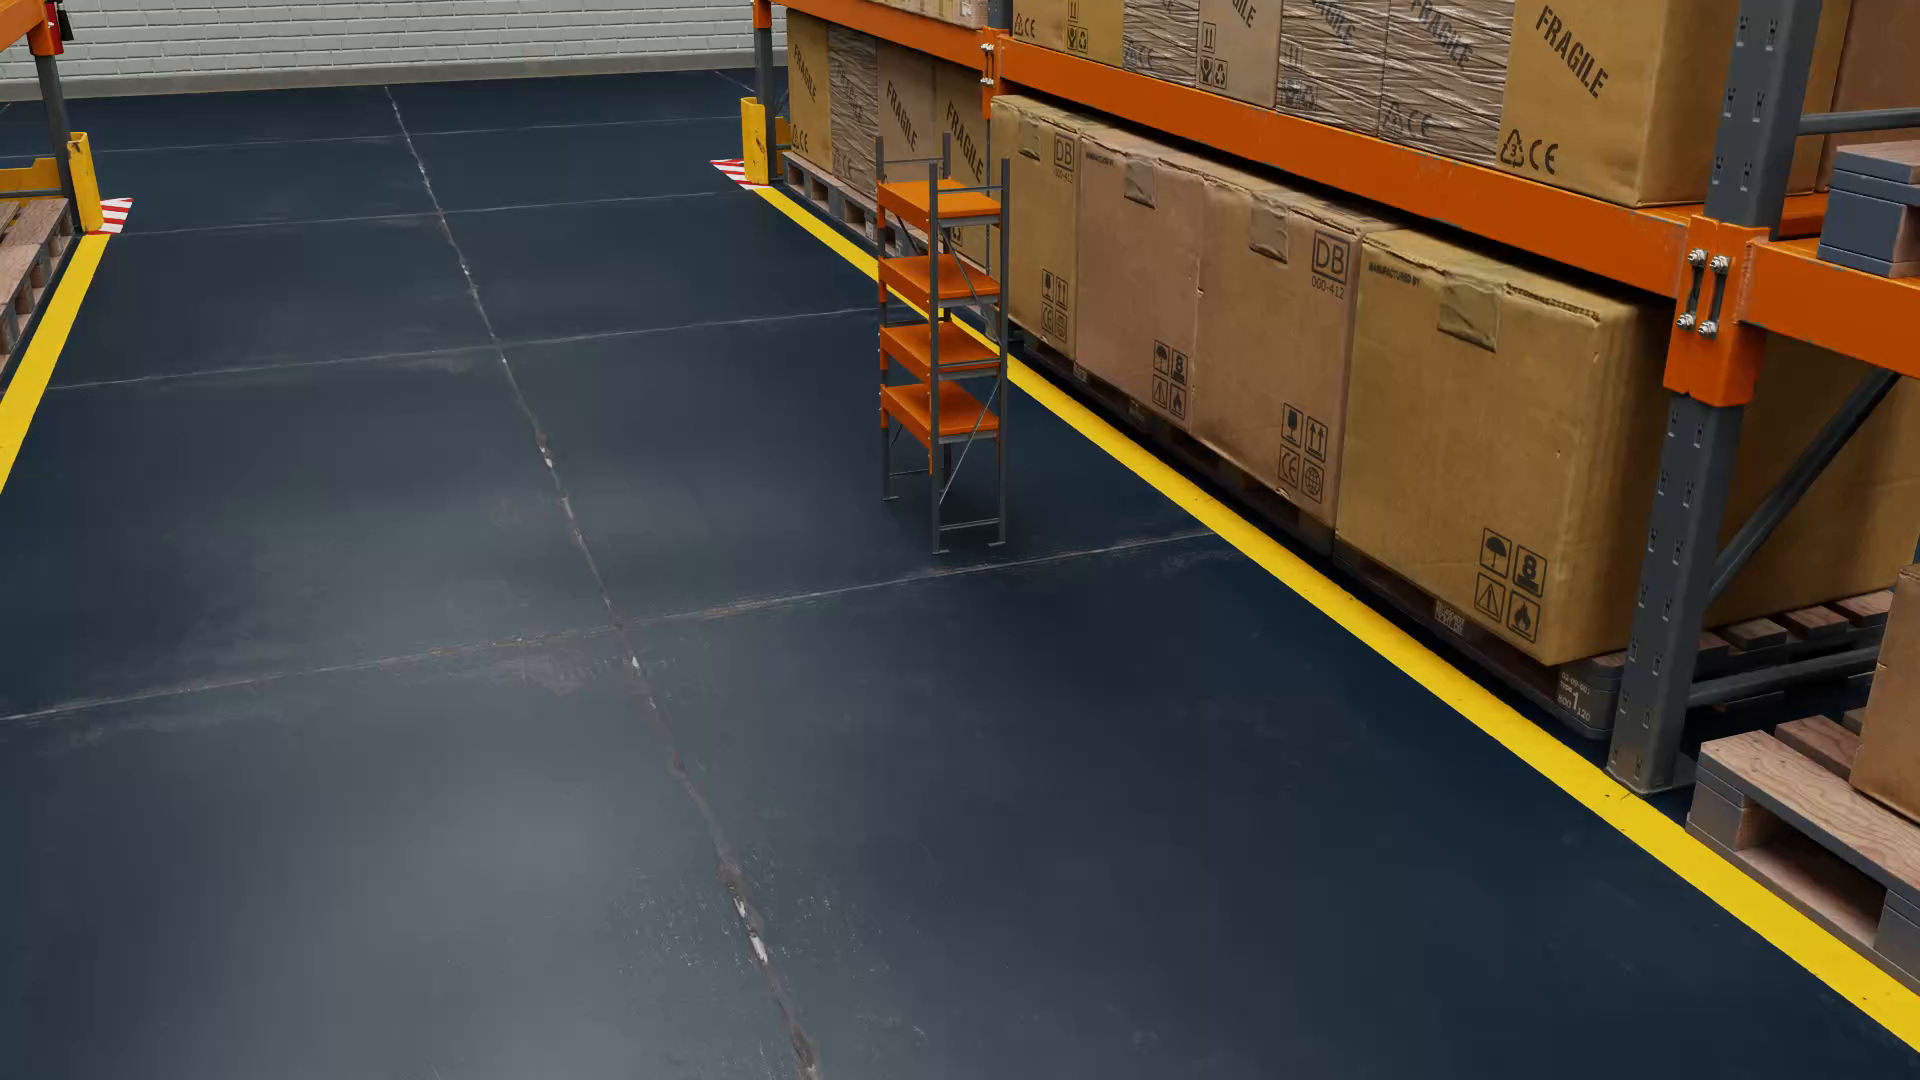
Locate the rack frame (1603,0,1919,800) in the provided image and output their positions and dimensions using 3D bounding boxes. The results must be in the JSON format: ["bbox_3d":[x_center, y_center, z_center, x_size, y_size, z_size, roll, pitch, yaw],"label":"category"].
[{"bbox_3d":[2.014,-0.875,3.465,1.000,3.000,0.127,-8,24,-19],"label":"rack frame"}]

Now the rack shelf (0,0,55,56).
[{"bbox_3d":[-4.739,-2.044,7.164,1.077,0.370,4.000,-8,24,-19],"label":"rack shelf"}]

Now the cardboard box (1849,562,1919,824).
[{"bbox_3d":[2.270,0.315,3.294,0.700,0.500,0.500,-10,25,-22],"label":"cardboard box"}]

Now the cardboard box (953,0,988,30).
[{"bbox_3d":[0.187,-2.279,7.118,0.380,0.149,0.250,-8,24,-19],"label":"cardboard box"}]

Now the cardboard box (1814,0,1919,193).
[{"bbox_3d":[2.097,-1.135,3.953,0.500,0.500,0.500,-8,24,-17],"label":"cardboard box"}]

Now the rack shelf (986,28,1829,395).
[{"bbox_3d":[1.308,-1.270,5.328,1.077,0.370,4.000,-8,24,-19],"label":"rack shelf"}]

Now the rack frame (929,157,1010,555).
[{"bbox_3d":[0.028,-0.524,4.949,0.240,1.200,0.015,-8,24,-19],"label":"rack frame"}]

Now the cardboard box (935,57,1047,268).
[{"bbox_3d":[0.443,-1.794,7.839,0.875,0.875,0.875,-8,24,-19],"label":"cardboard box"}]

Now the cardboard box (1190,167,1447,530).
[{"bbox_3d":[1.482,-0.668,5.168,1.225,0.875,0.875,-8,24,-19],"label":"cardboard box"}]

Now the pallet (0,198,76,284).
[{"bbox_3d":[-5.191,-1.513,8.567,1.003,0.211,1.213,-8,24,-19],"label":"pallet"}]

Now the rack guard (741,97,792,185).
[{"bbox_3d":[-0.820,-2.639,10.867,1.175,0.500,0.348,-8,24,-19],"label":"rack guard"}]

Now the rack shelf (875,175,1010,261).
[{"bbox_3d":[-0.058,-0.975,5.007,0.258,0.148,0.480,-8,24,-19],"label":"rack shelf"}]

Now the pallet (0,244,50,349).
[{"bbox_3d":[-4.763,-1.070,7.517,1.003,0.211,1.213,-8,24,-19],"label":"pallet"}]

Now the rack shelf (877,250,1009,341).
[{"bbox_3d":[-0.058,-0.757,5.099,0.258,0.148,0.480,-8,24,-19],"label":"rack shelf"}]

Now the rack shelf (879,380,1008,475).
[{"bbox_3d":[-0.058,-0.368,5.263,0.258,0.148,0.480,-8,24,-19],"label":"rack shelf"}]

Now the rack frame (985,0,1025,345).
[{"bbox_3d":[0.601,-2.329,6.913,1.000,3.000,0.127,-8,24,-19],"label":"rack frame"}]

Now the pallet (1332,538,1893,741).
[{"bbox_3d":[1.806,0.113,4.710,1.003,0.211,1.213,-8,24,-19],"label":"pallet"}]

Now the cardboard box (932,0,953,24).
[{"bbox_3d":[0.096,-2.372,7.340,0.380,0.149,0.250,-8,24,-18],"label":"cardboard box"}]

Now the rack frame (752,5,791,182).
[{"bbox_3d":[-0.812,-3.782,10.361,1.000,3.000,0.127,-8,24,-19],"label":"rack frame"}]

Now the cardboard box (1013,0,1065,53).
[{"bbox_3d":[0.530,-2.173,6.416,0.500,0.500,0.500,-8,24,-19],"label":"cardboard box"}]

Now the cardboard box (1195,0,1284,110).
[{"bbox_3d":[1.072,-1.622,5.107,0.500,0.500,0.500,-8,24,-18],"label":"cardboard box"}]

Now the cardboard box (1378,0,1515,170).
[{"bbox_3d":[1.437,-1.249,4.222,0.500,0.500,0.500,-9,24,-19],"label":"cardboard box"}]

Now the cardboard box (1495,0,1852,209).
[{"bbox_3d":[1.608,-1.067,3.790,0.500,0.500,0.500,-8,24,-17],"label":"cardboard box"}]

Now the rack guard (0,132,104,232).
[{"bbox_3d":[-5.466,-1.958,9.251,1.175,0.500,0.348,-8,24,-19],"label":"rack guard"}]

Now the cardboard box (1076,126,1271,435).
[{"bbox_3d":[1.162,-0.989,5.929,1.225,0.875,0.875,-9,25,-21],"label":"cardboard box"}]

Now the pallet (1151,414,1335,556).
[{"bbox_3d":[1.379,-0.330,5.760,1.003,0.211,1.213,-8,24,-19],"label":"pallet"}]

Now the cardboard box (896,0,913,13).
[{"bbox_3d":[-0.086,-2.559,7.783,0.380,0.149,0.250,-8,24,-18],"label":"cardboard box"}]

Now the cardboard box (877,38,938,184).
[{"bbox_3d":[0.125,-2.121,8.615,0.875,0.875,0.875,-8,24,-19],"label":"cardboard box"}]

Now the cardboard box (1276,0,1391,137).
[{"bbox_3d":[1.251,-1.437,4.668,0.500,0.500,0.500,-9,25,-21],"label":"cardboard box"}]

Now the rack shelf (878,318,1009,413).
[{"bbox_3d":[-0.058,-0.551,5.186,0.258,0.148,0.480,-8,24,-19],"label":"rack shelf"}]

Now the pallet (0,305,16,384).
[{"bbox_3d":[-4.329,-0.626,6.463,1.003,0.211,1.213,-8,24,-19],"label":"pallet"}]

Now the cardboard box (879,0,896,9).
[{"bbox_3d":[-0.177,-2.653,8.005,0.380,0.149,0.250,-8,24,-18],"label":"cardboard box"}]

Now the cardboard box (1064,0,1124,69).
[{"bbox_3d":[0.708,-1.991,5.982,0.500,0.500,0.500,-8,24,-19],"label":"cardboard box"}]

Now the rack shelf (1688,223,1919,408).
[{"bbox_3d":[2.721,0.183,1.880,1.077,0.370,4.000,-8,24,-19],"label":"rack shelf"}]

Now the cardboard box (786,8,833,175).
[{"bbox_3d":[-0.511,-2.775,10.167,0.875,0.875,0.875,-8,24,-19],"label":"cardboard box"}]

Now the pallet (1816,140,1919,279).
[{"bbox_3d":[2.366,-0.543,2.922,1.213,0.211,1.003,-8,24,-19],"label":"pallet"}]

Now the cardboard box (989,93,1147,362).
[{"bbox_3d":[0.846,-1.313,6.699,1.225,0.875,0.875,-8,24,-19],"label":"cardboard box"}]

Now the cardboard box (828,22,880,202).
[{"bbox_3d":[-0.190,-2.444,9.382,0.875,0.875,0.875,-8,24,-19],"label":"cardboard box"}]

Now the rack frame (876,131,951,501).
[{"bbox_3d":[-0.145,-0.702,5.370,0.240,1.200,0.015,-8,24,-19],"label":"rack frame"}]

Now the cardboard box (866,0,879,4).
[{"bbox_3d":[-0.267,-2.746,8.226,0.380,0.149,0.250,-9,24,-20],"label":"cardboard box"}]

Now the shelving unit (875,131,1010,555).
[{"bbox_3d":[-0.058,-0.613,5.160,0.258,1.200,0.503,-8,24,-19],"label":"shelving unit"}]

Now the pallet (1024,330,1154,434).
[{"bbox_3d":[0.944,-0.774,6.814,1.003,0.211,1.213,-8,24,-19],"label":"pallet"}]

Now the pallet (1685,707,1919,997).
[{"bbox_3d":[2.289,0.694,3.332,1.003,0.211,1.213,-8,24,-19],"label":"pallet"}]

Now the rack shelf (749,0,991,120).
[{"bbox_3d":[-0.105,-2.724,8.777,1.077,0.370,4.000,-8,24,-19],"label":"rack shelf"}]

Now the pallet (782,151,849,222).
[{"bbox_3d":[-0.456,-2.217,10.239,1.003,0.211,1.213,-8,24,-19],"label":"pallet"}]

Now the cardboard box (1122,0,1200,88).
[{"bbox_3d":[0.885,-1.809,5.551,0.500,0.500,0.500,-9,24,-20],"label":"cardboard box"}]

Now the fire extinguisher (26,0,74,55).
[{"bbox_3d":[-5.074,-3.012,9.114,0.296,0.674,0.183,-8,24,-19],"label":"fire extinguisher"}]

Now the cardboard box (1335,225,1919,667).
[{"bbox_3d":[1.790,-0.343,4.397,1.225,0.875,0.875,-10,25,-21],"label":"cardboard box"}]

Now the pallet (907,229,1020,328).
[{"bbox_3d":[0.406,-1.331,8.135,1.003,0.211,1.213,-8,24,-19],"label":"pallet"}]

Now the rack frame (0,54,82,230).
[{"bbox_3d":[-5.446,-3.102,8.749,1.000,3.000,0.127,-8,24,-19],"label":"rack frame"}]

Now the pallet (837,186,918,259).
[{"bbox_3d":[-0.029,-1.775,9.189,1.003,0.211,1.213,-8,24,-19],"label":"pallet"}]

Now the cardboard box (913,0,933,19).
[{"bbox_3d":[0.005,-2.466,7.561,0.380,0.149,0.250,-9,24,-20],"label":"cardboard box"}]
